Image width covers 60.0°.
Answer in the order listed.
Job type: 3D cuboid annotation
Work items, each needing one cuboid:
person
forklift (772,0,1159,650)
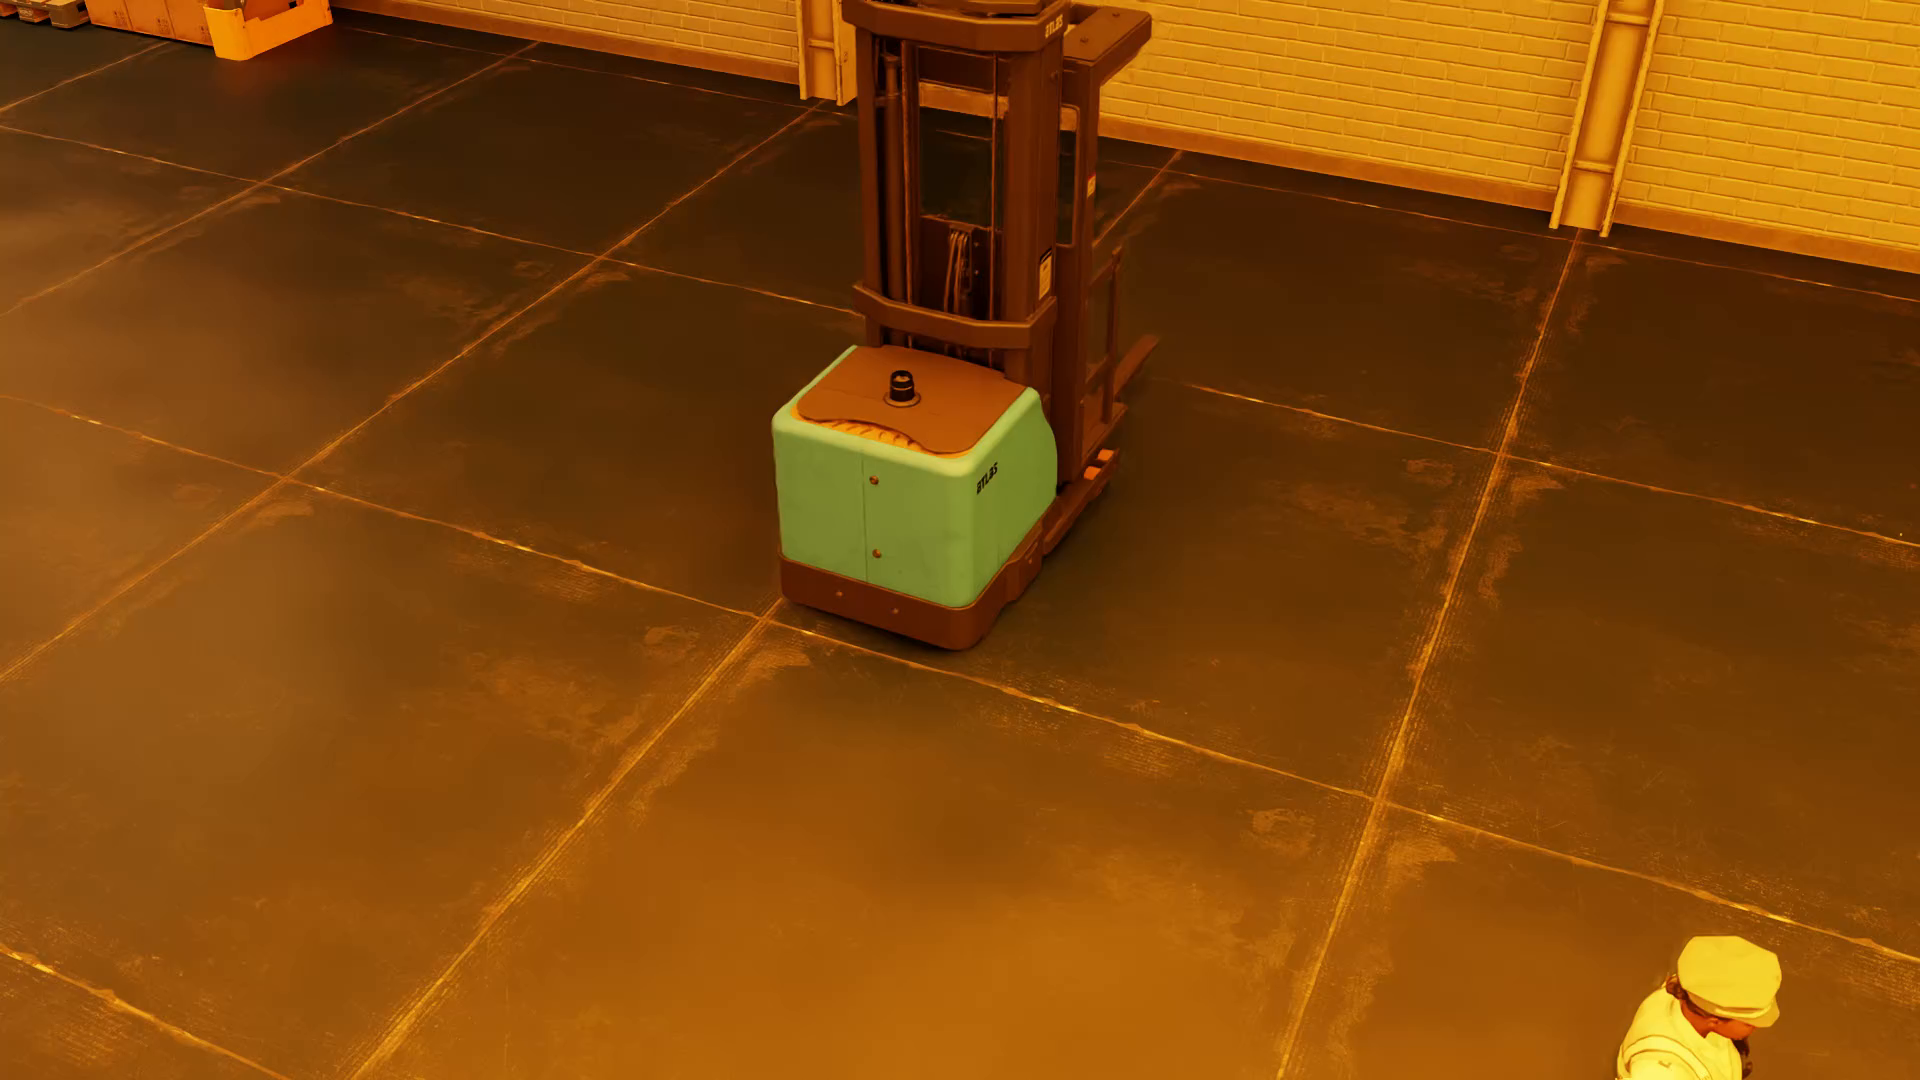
[{"bbox_3d":[2.023,1.755,4.737,0.444,1.645,0.604,20,40,25],"label":"person"},{"bbox_3d":[0.223,-1.524,8.223,1.130,2.935,3.031,16,38,21],"label":"forklift"}]
